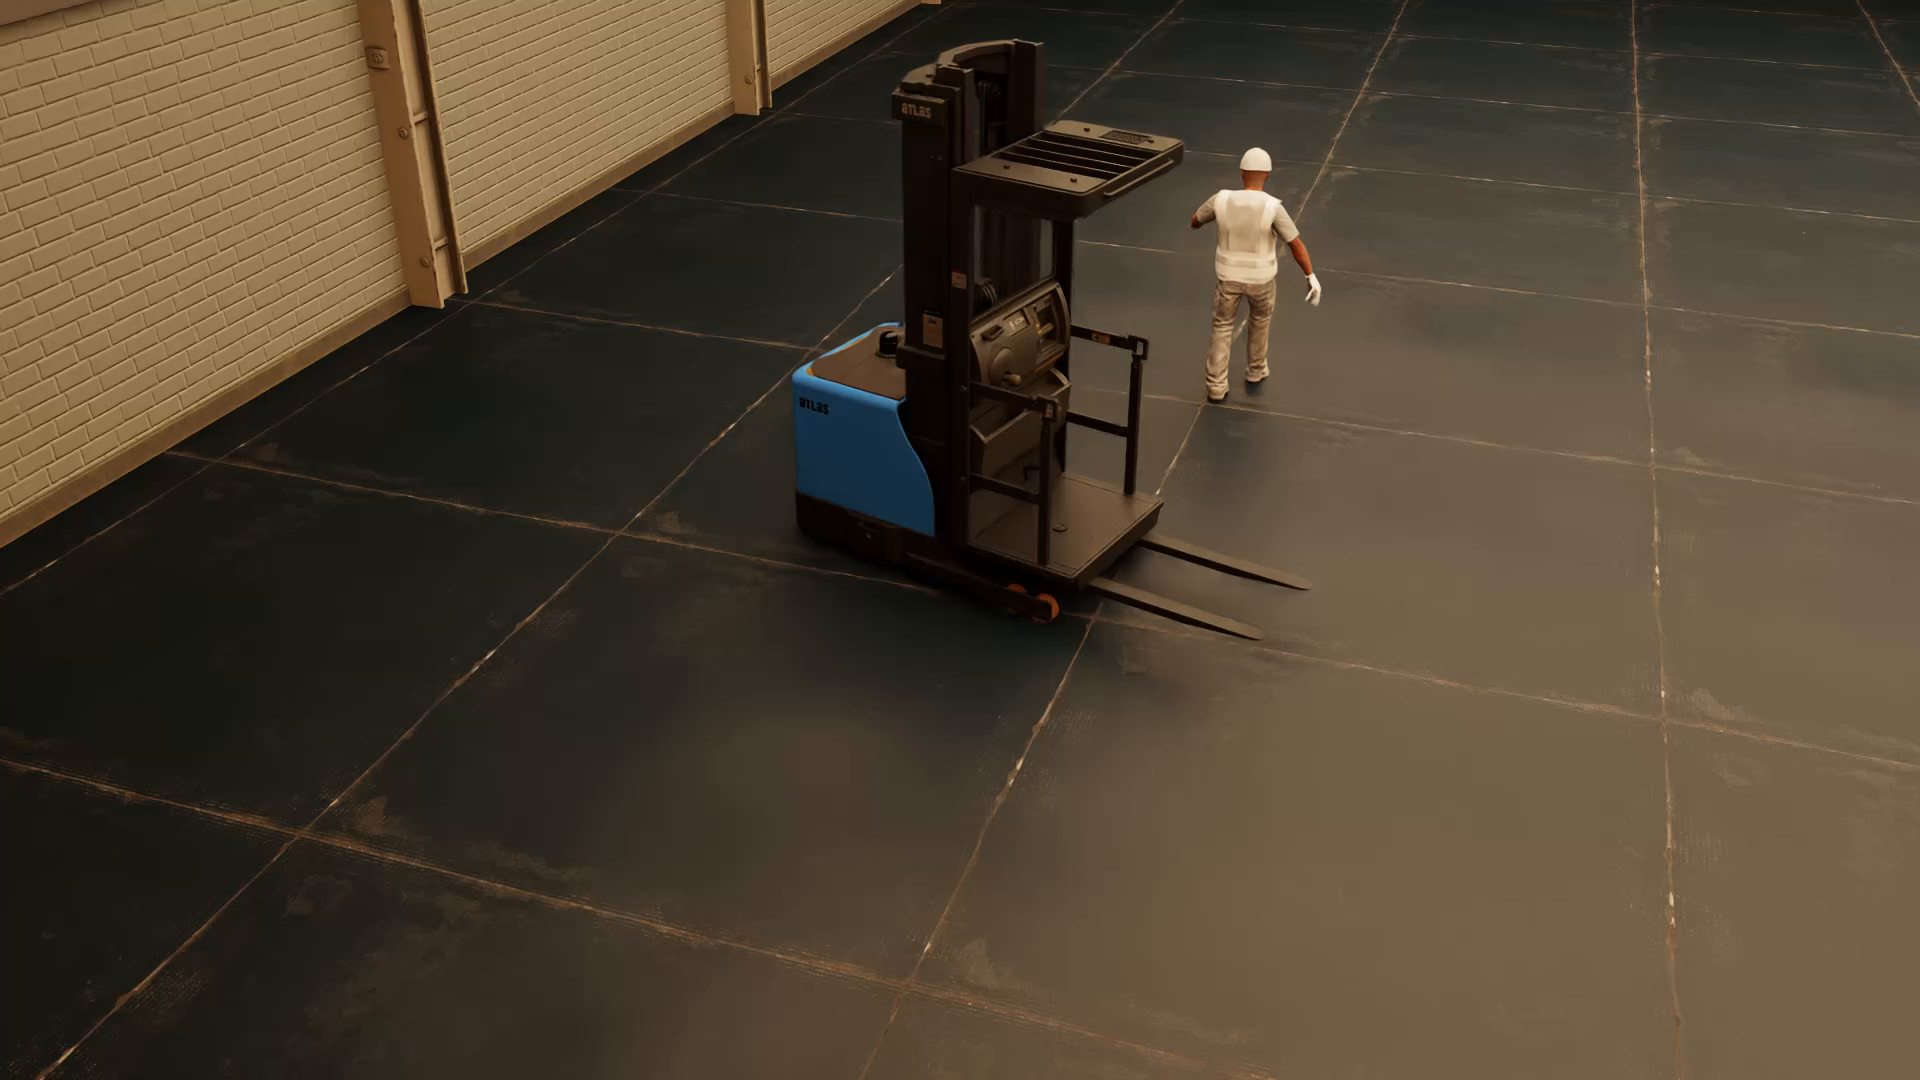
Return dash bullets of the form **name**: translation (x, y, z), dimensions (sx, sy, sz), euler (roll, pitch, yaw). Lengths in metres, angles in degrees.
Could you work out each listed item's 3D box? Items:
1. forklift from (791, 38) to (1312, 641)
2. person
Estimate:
- **forklift**: translation (0.509, -1.107, 9.078), dimensions (3.031, 2.935, 1.130), euler (18, 34, 29)
- **person**: translation (2.049, -1.882, 11.643), dimensions (1.019, 1.760, 0.756), euler (10, 31, 17)
